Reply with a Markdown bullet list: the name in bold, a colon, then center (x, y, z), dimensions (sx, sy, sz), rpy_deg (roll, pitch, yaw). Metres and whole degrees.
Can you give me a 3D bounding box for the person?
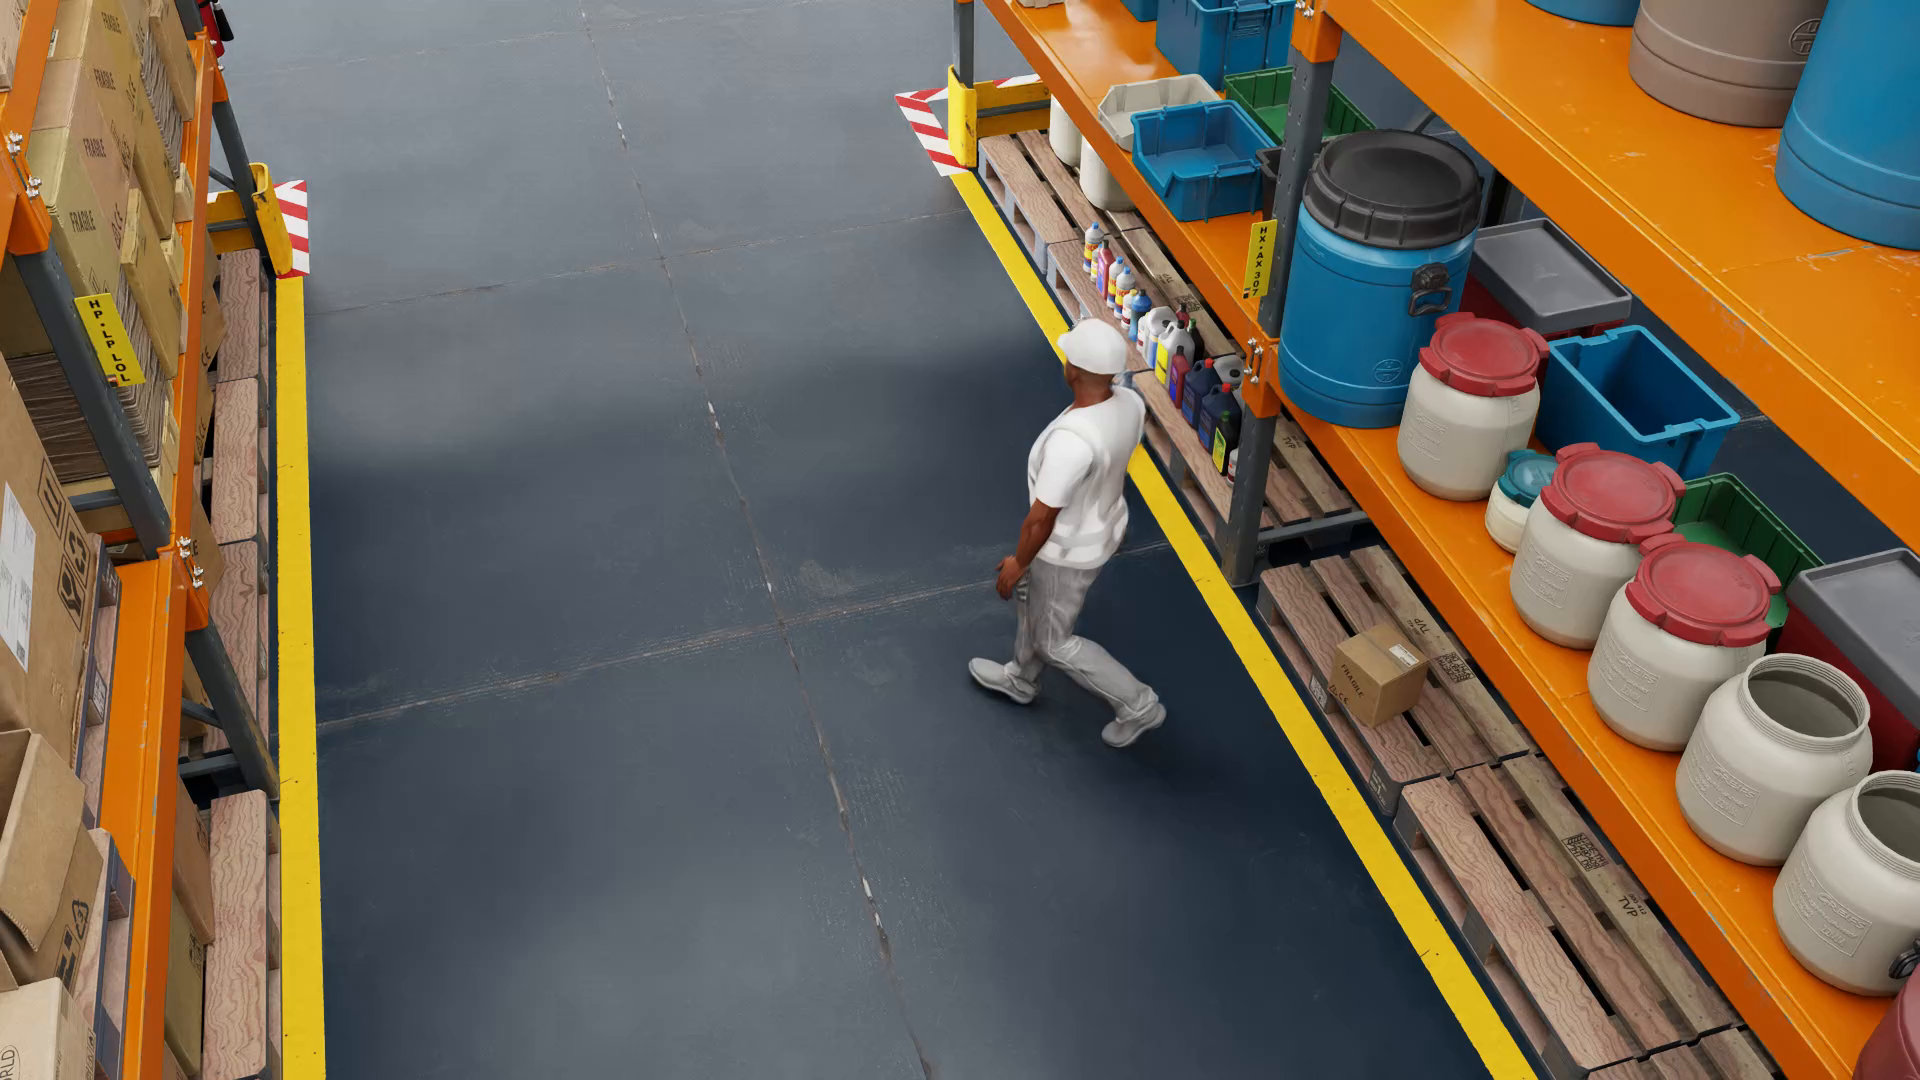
- **person**: center (0.459, -0.001, 6.148), dimensions (0.879, 1.730, 0.645), rpy_deg (19, 45, 20)
